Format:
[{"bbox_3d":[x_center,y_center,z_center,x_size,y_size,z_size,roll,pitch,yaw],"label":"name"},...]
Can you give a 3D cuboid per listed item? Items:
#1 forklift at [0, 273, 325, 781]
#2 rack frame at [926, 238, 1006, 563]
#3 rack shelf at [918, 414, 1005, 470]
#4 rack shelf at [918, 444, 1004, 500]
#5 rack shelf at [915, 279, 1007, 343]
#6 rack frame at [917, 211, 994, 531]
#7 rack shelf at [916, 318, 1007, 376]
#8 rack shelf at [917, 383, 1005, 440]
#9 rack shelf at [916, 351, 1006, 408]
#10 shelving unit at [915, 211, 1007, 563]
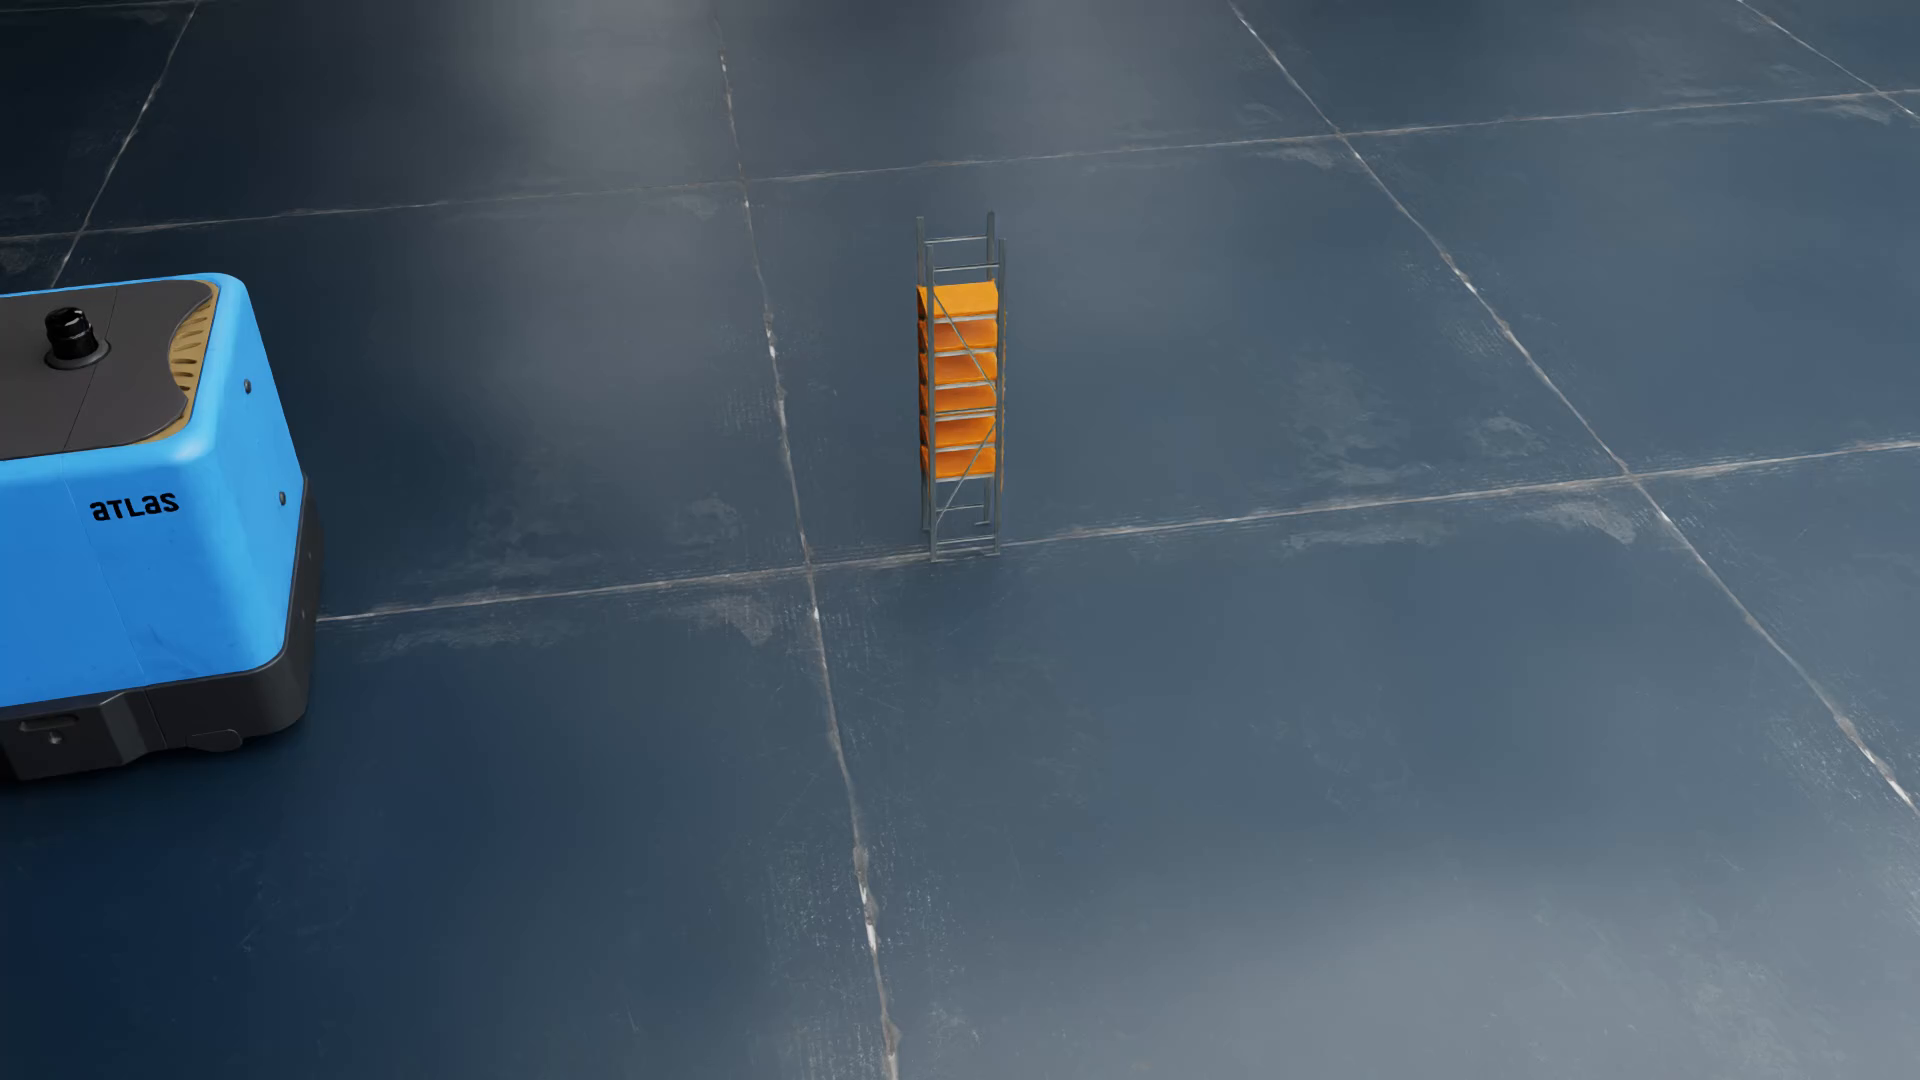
[{"bbox_3d":[-3.532,-0.642,4.187,3.031,2.935,1.130,-8,39,-11],"label":"forklift"},{"bbox_3d":[0.019,-0.410,5.300,0.240,1.200,0.006,-6,38,-8],"label":"rack frame"},{"bbox_3d":[0.003,-0.335,5.472,0.258,0.103,0.180,-6,38,-8],"label":"rack shelf"},{"bbox_3d":[0.003,-0.240,5.545,0.258,0.103,0.180,-6,38,-8],"label":"rack shelf"},{"bbox_3d":[0.003,-0.714,5.177,0.258,0.103,0.180,-6,38,-8],"label":"rack shelf"},{"bbox_3d":[-0.013,-0.520,5.442,0.240,1.200,0.006,-6,38,-8],"label":"rack frame"},{"bbox_3d":[0.003,-0.620,5.251,0.258,0.103,0.180,-6,38,-8],"label":"rack shelf"},{"bbox_3d":[0.003,-0.430,5.398,0.258,0.103,0.180,-6,38,-8],"label":"rack shelf"},{"bbox_3d":[0.003,-0.525,5.324,0.258,0.103,0.180,-6,38,-8],"label":"rack shelf"},{"bbox_3d":[0.003,-0.465,5.371,0.258,1.200,0.189,-6,38,-8],"label":"shelving unit"}]
